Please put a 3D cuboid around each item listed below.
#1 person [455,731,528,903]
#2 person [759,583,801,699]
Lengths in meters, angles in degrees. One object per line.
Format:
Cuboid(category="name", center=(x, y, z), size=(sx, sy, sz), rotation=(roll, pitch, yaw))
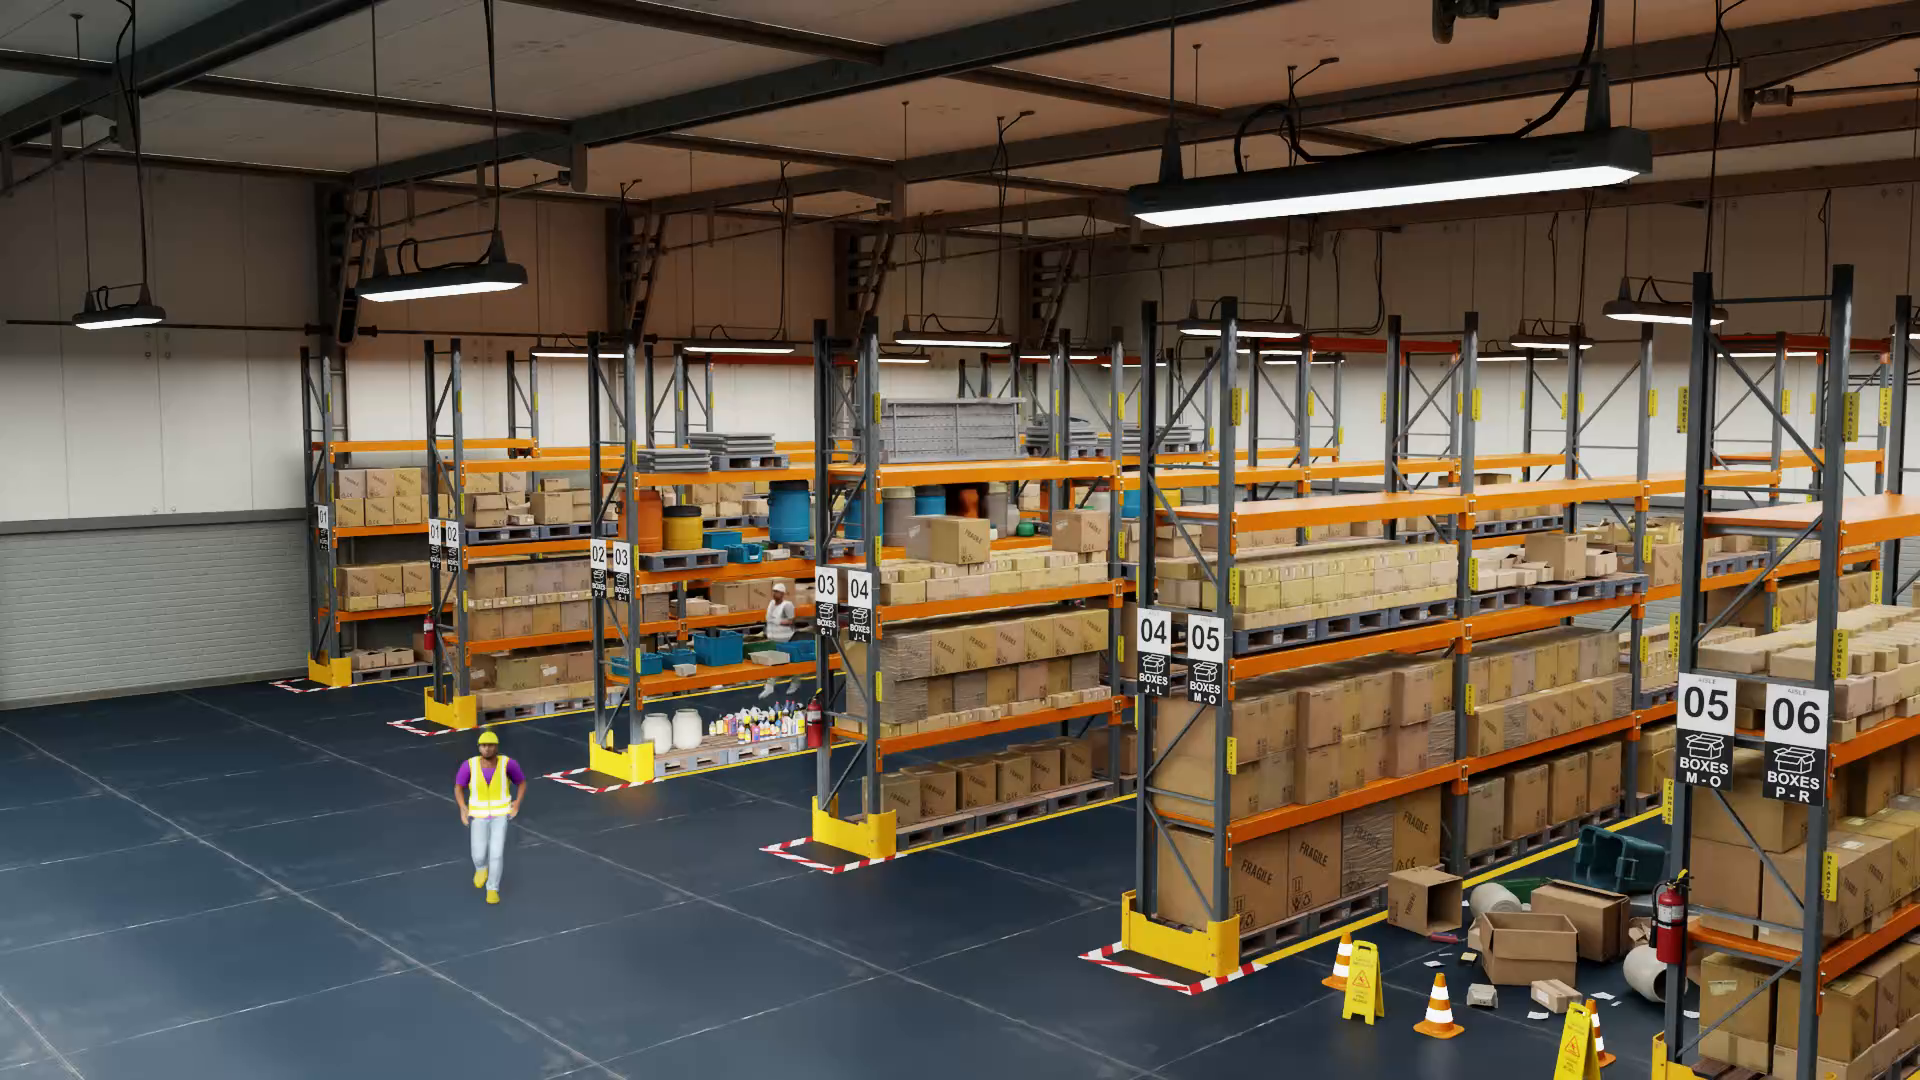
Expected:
Cuboid(category="person", center=(-4.804, 2.807, 17.062), size=(0.720, 1.738, 0.578), rotation=(-1, 5, -14))
Cuboid(category="person", center=(-2.917, 1.612, 26.852), size=(0.667, 1.834, 0.775), rotation=(4, 7, 39))
